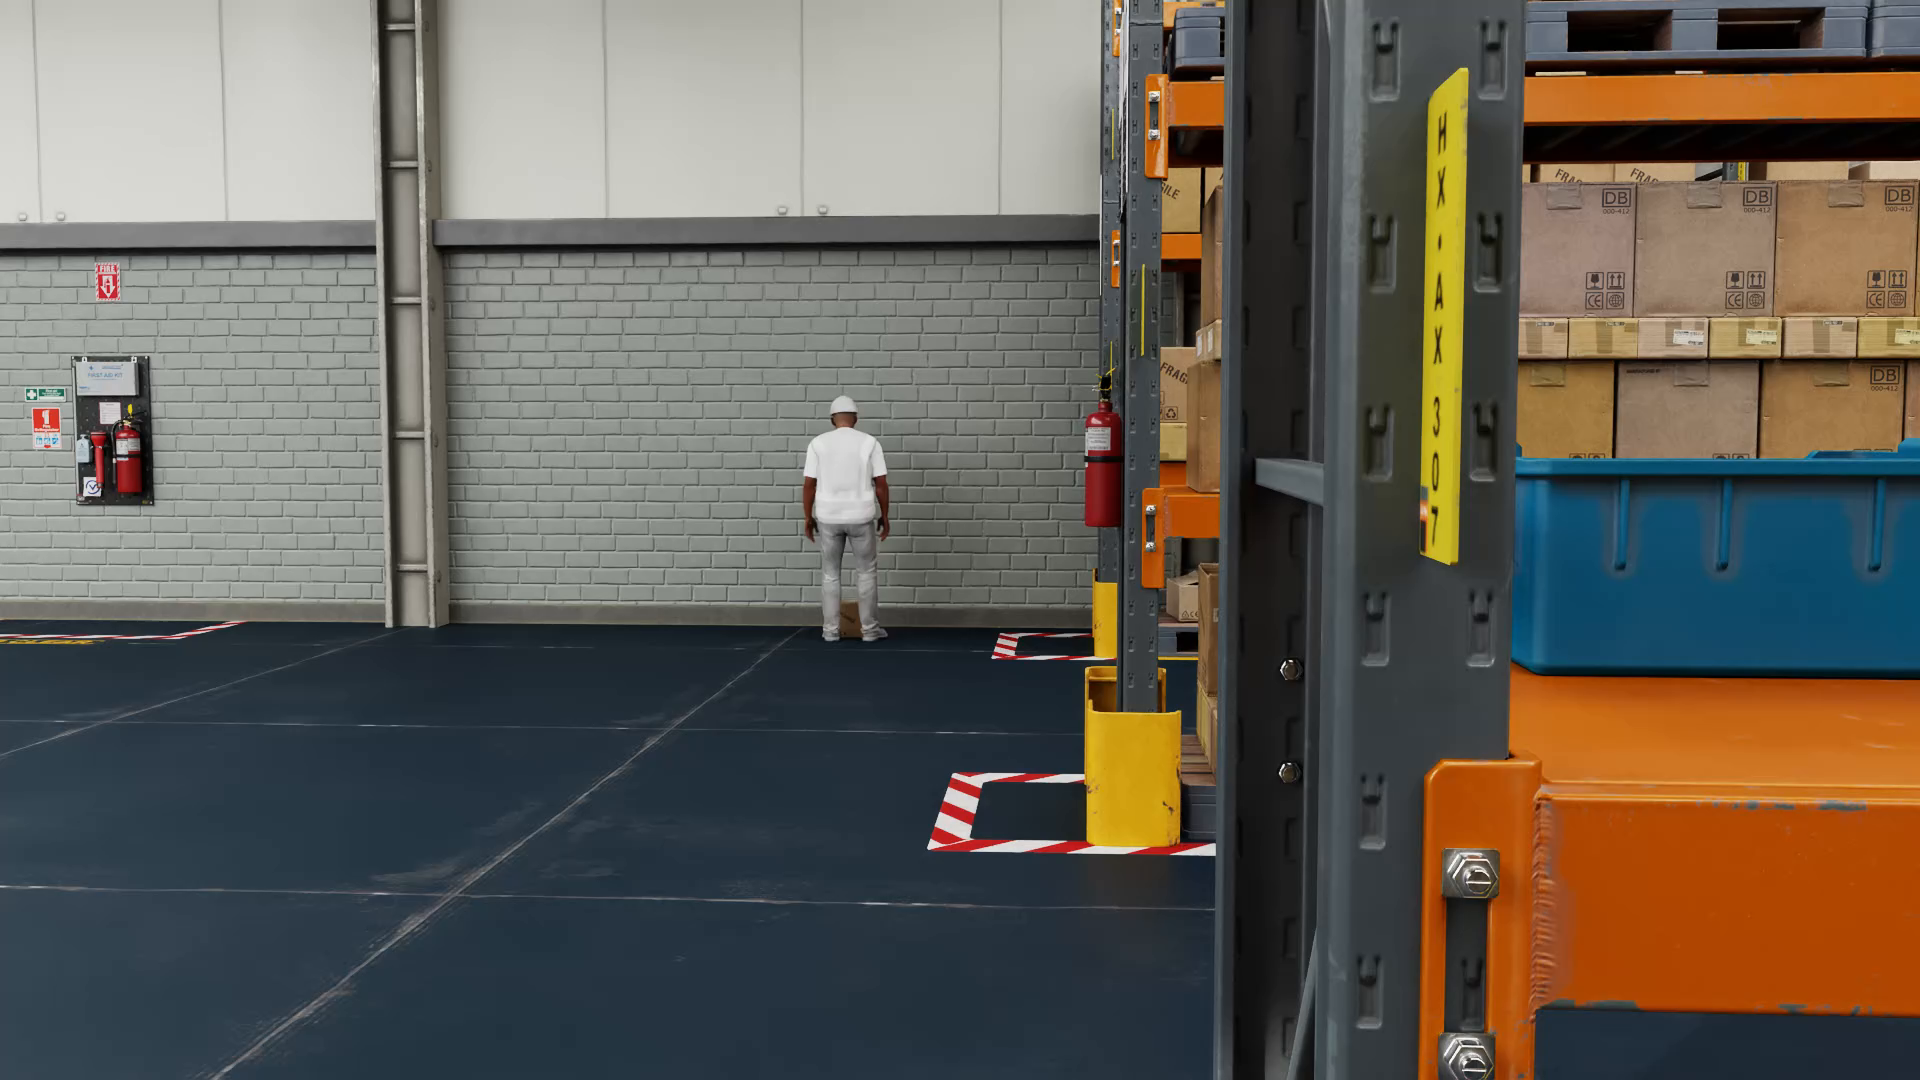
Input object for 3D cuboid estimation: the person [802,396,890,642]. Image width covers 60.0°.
[{"bbox_3d":[-0.818,-0.156,11.951,0.628,1.759,0.461,0,4,1],"label":"person"}]
